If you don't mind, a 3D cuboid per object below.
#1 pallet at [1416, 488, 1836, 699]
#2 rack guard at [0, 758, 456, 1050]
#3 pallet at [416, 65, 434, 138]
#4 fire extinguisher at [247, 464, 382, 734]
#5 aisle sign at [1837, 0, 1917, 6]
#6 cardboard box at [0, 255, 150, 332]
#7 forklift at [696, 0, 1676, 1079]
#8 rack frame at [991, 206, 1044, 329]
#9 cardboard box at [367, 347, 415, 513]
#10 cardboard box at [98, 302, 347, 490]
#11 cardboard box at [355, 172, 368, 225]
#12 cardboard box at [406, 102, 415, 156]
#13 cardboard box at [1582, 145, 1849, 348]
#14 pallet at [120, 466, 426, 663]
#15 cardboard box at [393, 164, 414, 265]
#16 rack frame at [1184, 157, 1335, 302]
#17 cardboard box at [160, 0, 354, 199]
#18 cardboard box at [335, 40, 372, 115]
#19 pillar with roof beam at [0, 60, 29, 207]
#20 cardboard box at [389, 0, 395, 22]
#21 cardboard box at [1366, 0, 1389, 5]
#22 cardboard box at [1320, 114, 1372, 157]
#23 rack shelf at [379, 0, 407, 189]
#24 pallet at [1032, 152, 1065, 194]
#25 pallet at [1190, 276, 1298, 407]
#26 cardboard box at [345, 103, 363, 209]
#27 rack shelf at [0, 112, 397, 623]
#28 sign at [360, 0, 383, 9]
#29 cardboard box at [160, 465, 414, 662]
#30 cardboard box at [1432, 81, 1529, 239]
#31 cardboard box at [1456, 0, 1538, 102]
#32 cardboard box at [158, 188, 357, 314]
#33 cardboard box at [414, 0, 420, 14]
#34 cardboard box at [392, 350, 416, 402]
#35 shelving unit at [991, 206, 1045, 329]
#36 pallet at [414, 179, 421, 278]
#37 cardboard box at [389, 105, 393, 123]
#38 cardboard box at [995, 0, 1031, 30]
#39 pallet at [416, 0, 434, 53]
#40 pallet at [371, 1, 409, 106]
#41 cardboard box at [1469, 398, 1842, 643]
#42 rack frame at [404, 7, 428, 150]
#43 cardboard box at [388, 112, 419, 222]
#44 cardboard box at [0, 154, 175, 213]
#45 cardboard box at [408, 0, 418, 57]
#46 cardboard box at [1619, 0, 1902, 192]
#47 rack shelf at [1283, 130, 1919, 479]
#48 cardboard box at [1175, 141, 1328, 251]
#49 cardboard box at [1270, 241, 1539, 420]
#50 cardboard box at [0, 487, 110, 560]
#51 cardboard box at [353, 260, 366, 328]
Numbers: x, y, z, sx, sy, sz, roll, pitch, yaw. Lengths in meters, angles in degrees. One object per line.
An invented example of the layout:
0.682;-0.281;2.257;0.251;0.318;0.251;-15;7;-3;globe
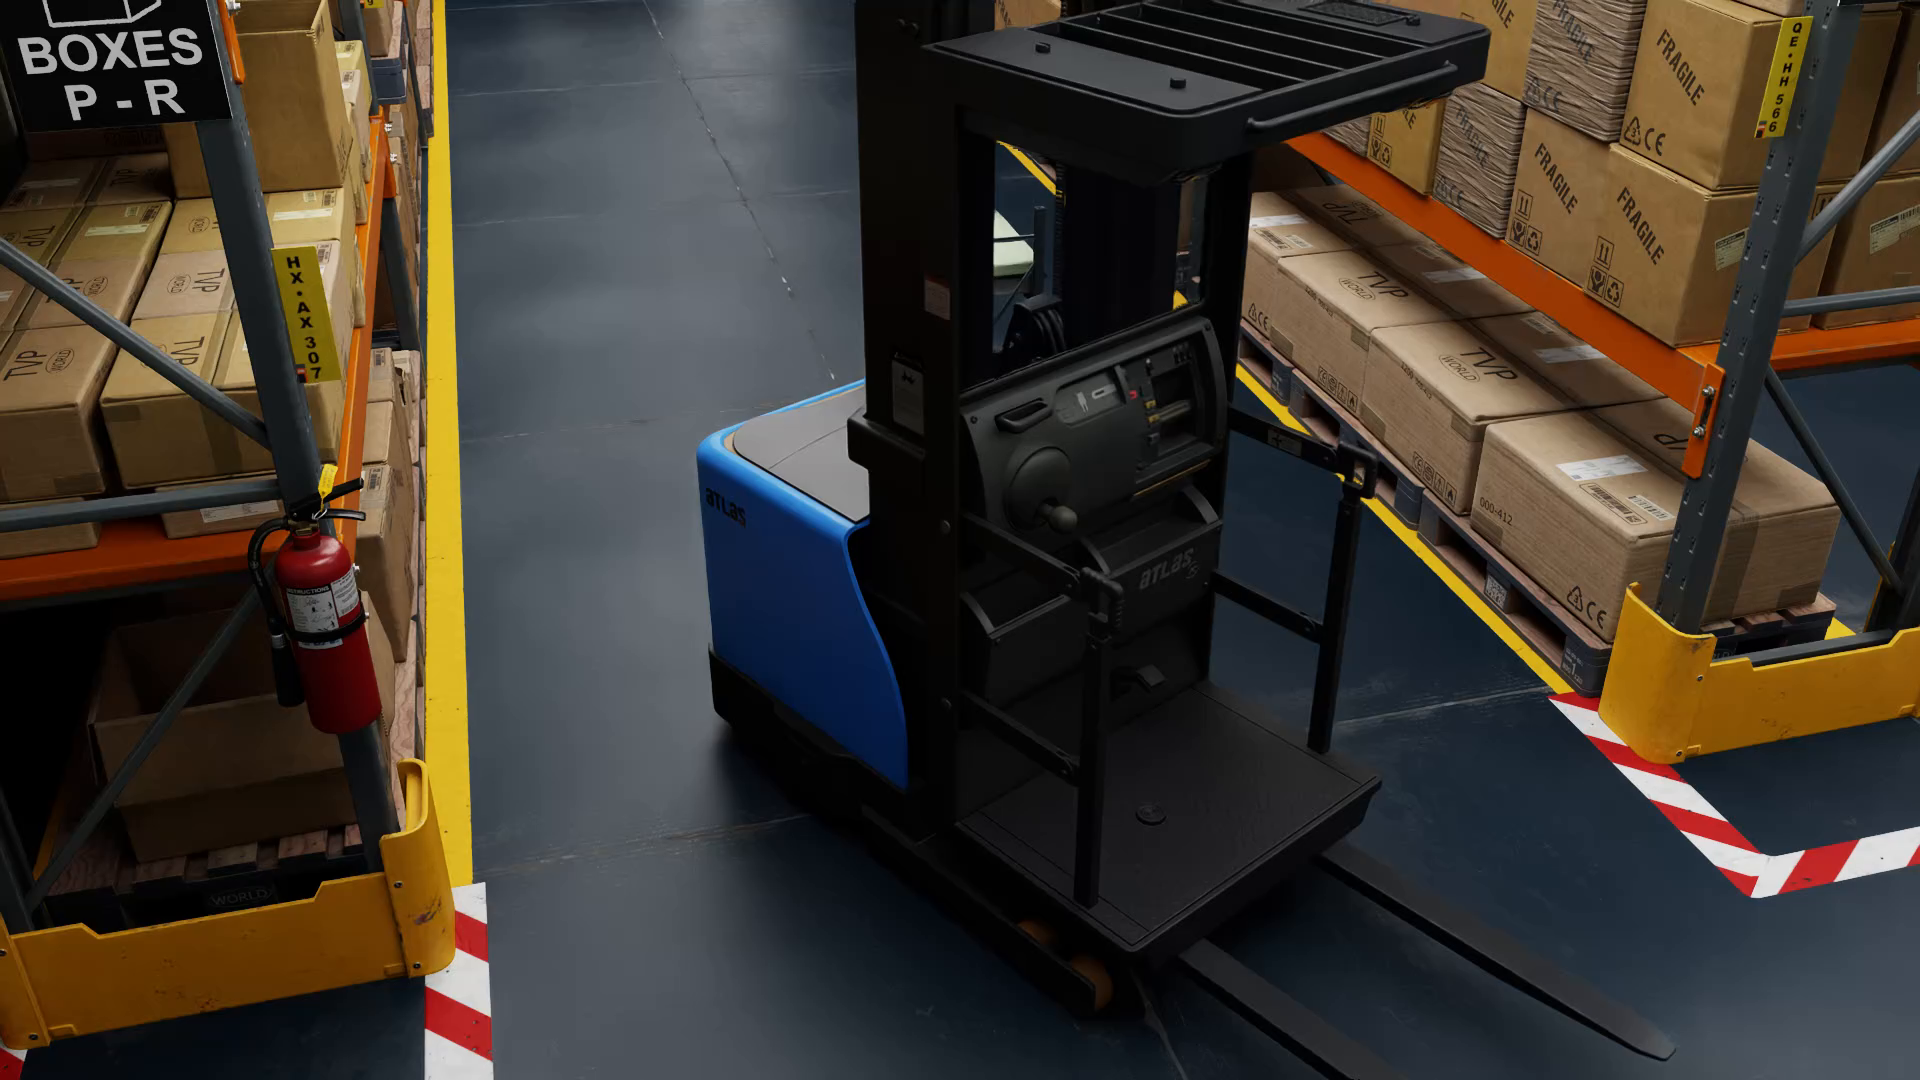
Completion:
2.491;0.108;6.352;1.003;0.211;1.213;-8;31;-13;pallet
-2.026;0.984;4.551;1.175;0.500;0.348;-8;31;-13;rack guard
-4.310;-3.121;11.931;1.003;0.211;1.213;-8;31;-13;pallet
-1.521;0.143;3.957;0.296;0.674;0.183;-8;31;-13;fire extinguisher
2.499;-1.772;4.222;0.394;0.787;0.004;-8;31;-13;aisle sign
-2.520;-0.561;4.578;0.500;0.250;0.500;-8;31;-13;cardboard box
0.521;-0.267;4.285;1.130;2.935;3.031;-24;38;-35;forklift
0.095;-0.476;6.074;0.400;1.500;0.023;-8;31;-13;rack frame
-2.542;-0.388;6.503;0.700;0.500;0.500;-9;31;-15;cardboard box
-1.867;-0.380;4.265;0.500;0.250;0.500;-8;31;-13;cardboard box
-2.419;-1.269;6.198;0.380;0.149;0.250;-8;31;-14;cardboard box
-3.687;-2.606;10.334;0.500;0.500;0.500;-8;31;-14;cardboard box
2.396;-0.964;5.321;0.500;0.500;0.500;-8;31;-13;cardboard box
-2.559;0.136;6.304;1.003;0.211;1.213;-8;31;-13;pallet
-3.130;-1.612;8.617;0.500;0.500;0.500;-8;31;-14;cardboard box
1.717;-2.655;8.342;1.000;3.000;0.127;-8;31;-13;rack frame
-2.265;-1.429;5.328;0.500;0.500;0.500;-7;31;-12;cardboard box
-2.697;-1.843;6.793;0.500;0.250;0.500;-7;31;-12;cardboard box
0.399;-4.706;5.897;9.100;9.000;0.400;-8;31;-13;pillar with roof beam
-3.118;-2.731;7.956;0.700;0.500;0.500;-8;31;-13;cardboard box
1.863;-2.375;6.761;0.500;0.500;0.500;-7;31;-12;cardboard box
1.845;-1.952;7.028;0.500;0.500;0.500;-8;31;-13;cardboard box
-3.598;-2.648;9.048;1.077;0.370;4.000;-8;31;-13;rack shelf
1.112;-2.401;10.687;1.003;0.211;1.213;-8;31;-13;pallet
1.843;-1.070;8.388;1.003;0.211;1.213;-8;31;-13;pallet
-2.430;-1.361;5.959;0.500;0.250;0.500;-8;31;-14;cardboard box
-2.537;-0.716;5.710;1.077;0.370;4.000;-8;31;-13;rack shelf
-2.546;-2.443;7.113;0.100;0.325;0.005;-8;31;-13;sign
-2.266;0.113;5.636;0.700;0.500;0.500;-7;31;-11;cardboard box
2.131;-1.455;6.170;0.500;0.500;0.500;-7;31;-12;cardboard box
2.126;-1.888;5.919;0.500;0.500;0.500;-8;31;-14;cardboard box
-2.138;-0.868;5.107;0.500;0.250;0.500;-8;31;-14;cardboard box
-5.042;-4.760;13.931;0.875;0.625;0.625;-6;31;-11;cardboard box
-2.637;-0.711;7.410;0.380;0.149;0.250;-9;31;-15;cardboard box
-0.002;-0.652;6.380;0.431;1.500;0.755;-8;31;-13;shelving unit
-3.647;-1.764;9.587;1.003;0.211;1.213;-8;31;-13;pallet
-3.429;-2.456;9.428;0.380;0.149;0.250;-9;31;-16;cardboard box
0.759;-3.504;11.511;0.875;0.875;0.875;-8;31;-14;cardboard box
-4.958;-4.299;13.967;1.003;0.211;1.213;-8;31;-13;pallet
-3.174;-2.310;7.939;1.003;0.211;1.213;-8;31;-13;pallet
2.507;-0.101;6.069;0.875;0.438;0.875;-9;31;-15;cardboard box
-4.129;-3.925;10.537;1.000;3.000;0.127;-8;31;-13;rack frame
-3.390;-2.105;9.469;0.500;0.500;0.500;-9;31;-15;cardboard box
-2.785;-1.053;5.428;0.500;0.250;0.500;-8;31;-13;cardboard box
-4.642;-4.022;12.655;0.875;0.625;0.625;-9;31;-15;cardboard box
2.421;-1.400;5.076;0.500;0.500;0.500;-7;31;-12;cardboard box
2.248;-1.377;6.853;1.077;0.370;4.000;-8;31;-13;rack shelf
1.475;-2.206;9.268;0.875;0.875;0.875;-7;31;-12;cardboard box
2.018;-0.978;7.583;0.875;0.438;0.875;-9;31;-15;cardboard box
-2.353;-0.077;4.139;0.380;0.149;0.250;-8;31;-14;cardboard box
-2.123;-0.776;5.348;0.380;0.149;0.250;-9;31;-15;cardboard box
